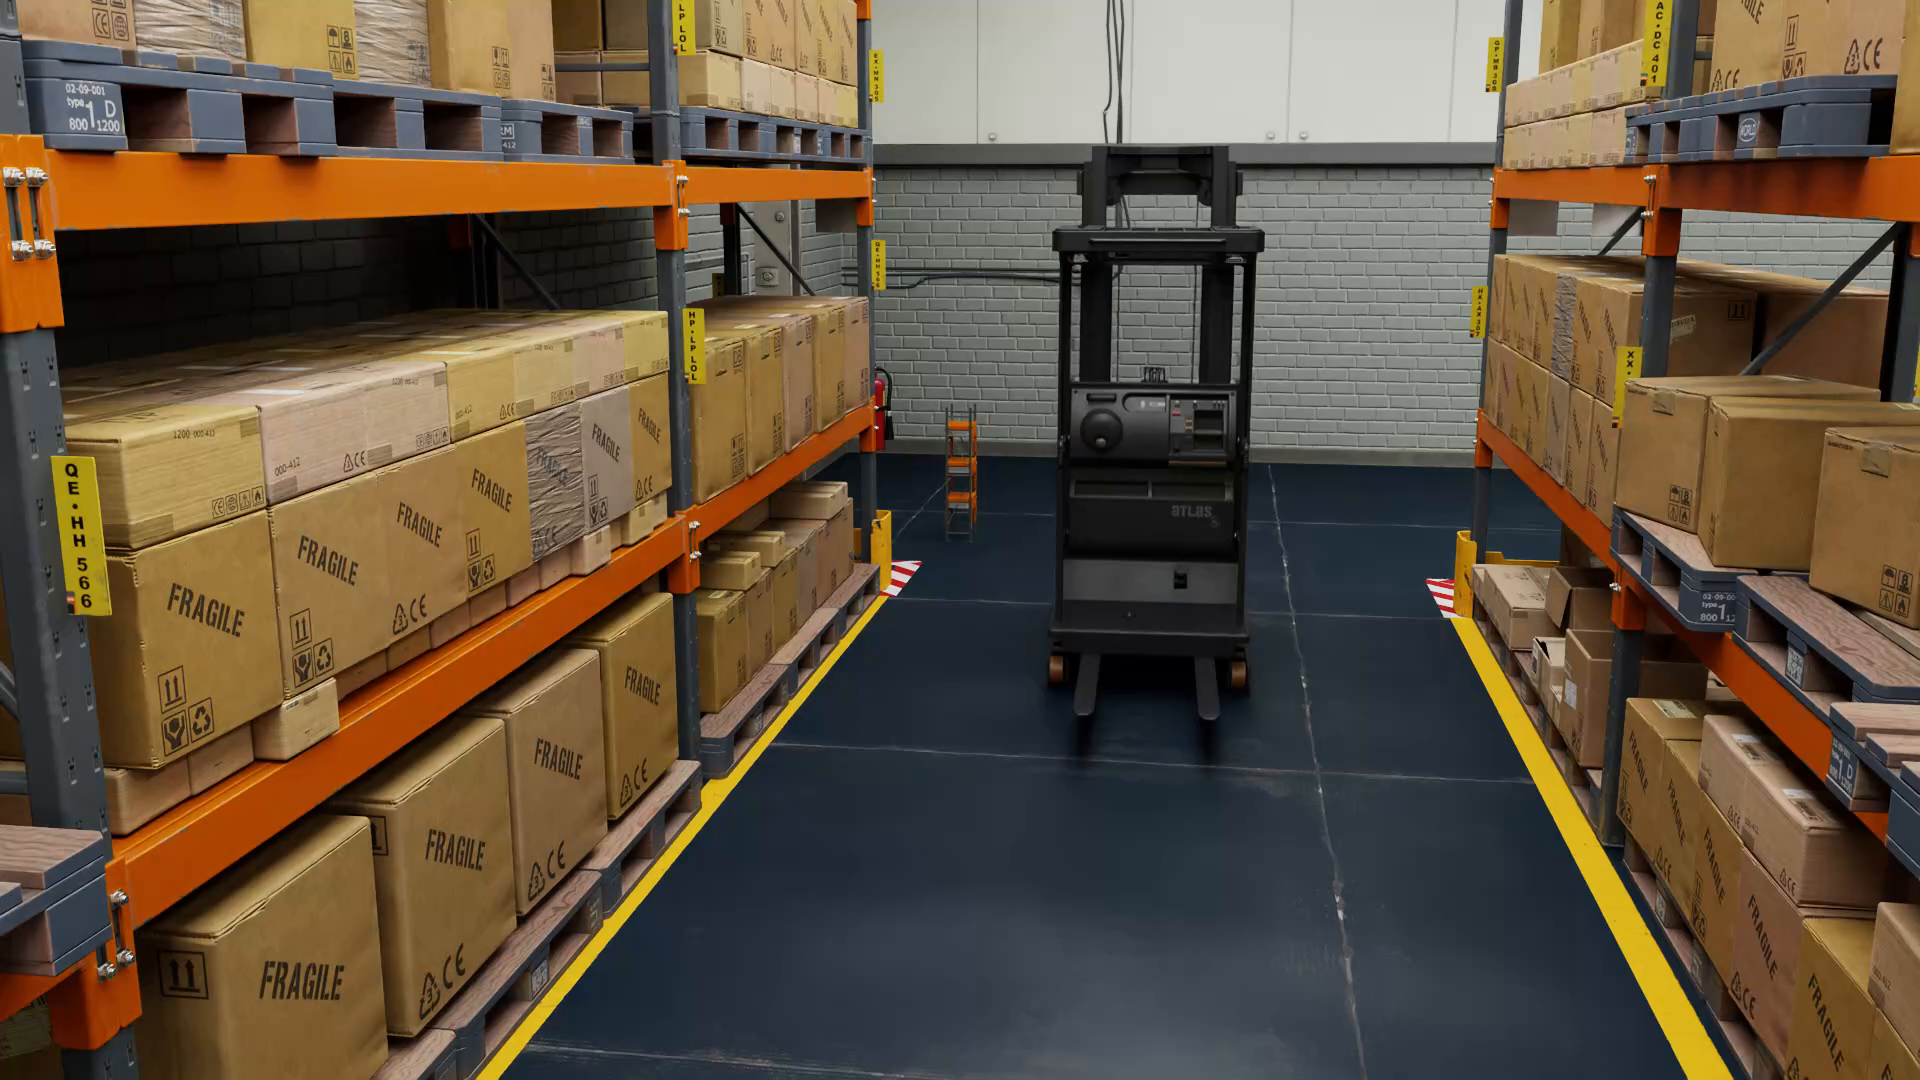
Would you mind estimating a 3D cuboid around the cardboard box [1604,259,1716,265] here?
[{"bbox_3d":[3.945,-1.332,9.441,0.500,0.500,0.500,2,12,10],"label":"cardboard box"}]

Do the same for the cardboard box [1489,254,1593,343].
[{"bbox_3d":[3.489,-1.455,10.012,0.500,0.500,0.500,2,12,10],"label":"cardboard box"}]

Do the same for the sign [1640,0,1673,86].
[{"bbox_3d":[2.666,-1.903,6.357,0.100,0.325,0.005,2,12,9],"label":"sign"}]

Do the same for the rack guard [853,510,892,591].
[{"bbox_3d":[-1.073,0.057,11.544,1.175,0.500,0.348,2,12,9],"label":"rack guard"}]

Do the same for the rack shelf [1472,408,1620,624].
[{"bbox_3d":[3.511,-0.233,8.661,1.077,0.370,4.000,2,12,9],"label":"rack shelf"}]

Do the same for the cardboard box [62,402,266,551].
[{"bbox_3d":[-1.979,-0.158,3.835,0.500,0.250,0.500,2,12,10],"label":"cardboard box"}]

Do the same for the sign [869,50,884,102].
[{"bbox_3d":[-0.543,-3.000,10.762,0.100,0.325,0.005,2,12,9],"label":"sign"}]

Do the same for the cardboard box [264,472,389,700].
[{"bbox_3d":[-1.890,0.099,4.422,0.500,0.500,0.500,2,12,11],"label":"cardboard box"}]

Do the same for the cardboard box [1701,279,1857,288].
[{"bbox_3d":[3.632,-0.902,7.448,0.500,0.500,0.500,1,12,7],"label":"cardboard box"}]

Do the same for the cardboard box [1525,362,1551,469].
[{"bbox_3d":[3.257,-0.650,8.651,0.500,0.500,0.500,2,12,9],"label":"cardboard box"}]

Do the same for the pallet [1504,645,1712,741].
[{"bbox_3d":[3.495,0.798,8.792,1.003,0.211,1.213,2,12,9],"label":"pallet"}]

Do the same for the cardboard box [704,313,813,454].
[{"bbox_3d":[-1.373,-0.890,9.293,0.980,0.700,0.700,1,12,6],"label":"cardboard box"}]

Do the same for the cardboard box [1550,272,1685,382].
[{"bbox_3d":[3.179,-1.031,8.046,0.500,0.500,0.500,2,12,9],"label":"cardboard box"}]

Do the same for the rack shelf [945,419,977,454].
[{"bbox_3d":[0.008,-0.791,12.877,0.215,0.259,0.240,2,12,9],"label":"rack shelf"}]

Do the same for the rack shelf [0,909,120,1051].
[{"bbox_3d":[-2.615,1.273,1.674,1.077,0.370,4.000,2,12,9],"label":"rack shelf"}]

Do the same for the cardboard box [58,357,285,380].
[{"bbox_3d":[-2.329,-0.383,4.879,0.500,0.250,0.500,2,12,7],"label":"cardboard box"}]

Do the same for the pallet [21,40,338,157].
[{"bbox_3d":[-2.261,-1.005,3.864,1.213,0.211,1.003,2,12,11],"label":"pallet"}]

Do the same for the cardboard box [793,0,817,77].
[{"bbox_3d":[-1.080,-2.800,9.089,0.500,0.500,0.500,1,12,6],"label":"cardboard box"}]

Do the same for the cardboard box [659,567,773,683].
[{"bbox_3d":[-1.396,0.432,8.805,0.700,0.500,0.500,2,12,8],"label":"cardboard box"}]

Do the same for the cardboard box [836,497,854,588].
[{"bbox_3d":[-1.086,0.005,10.786,0.700,0.500,0.500,2,12,9],"label":"cardboard box"}]

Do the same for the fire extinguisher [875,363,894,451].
[{"bbox_3d":[-0.598,-0.957,11.382,0.296,0.674,0.183,2,12,9],"label":"fire extinguisher"}]

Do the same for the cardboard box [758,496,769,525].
[{"bbox_3d":[-1.380,-0.187,10.137,0.380,0.149,0.250,2,12,9],"label":"cardboard box"}]

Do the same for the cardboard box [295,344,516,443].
[{"bbox_3d":[-1.756,-0.474,5.304,0.500,0.250,0.500,2,12,7],"label":"cardboard box"}]

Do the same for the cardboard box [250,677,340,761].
[{"bbox_3d":[-1.856,0.452,4.324,0.380,0.149,0.250,2,12,10],"label":"cardboard box"}]

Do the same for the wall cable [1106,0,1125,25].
[{"bbox_3d":[2.819,-6.122,15.424,3.097,2.526,0.112,2,12,9],"label":"wall cable"}]

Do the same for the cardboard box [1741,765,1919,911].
[{"bbox_3d":[2.657,0.878,4.910,0.500,0.250,0.500,2,12,8],"label":"cardboard box"}]

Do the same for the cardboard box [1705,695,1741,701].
[{"bbox_3d":[3.481,0.851,7.263,0.500,0.311,0.500,2,12,9],"label":"cardboard box"}]

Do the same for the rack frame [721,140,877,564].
[{"bbox_3d":[-1.077,-1.160,11.258,1.000,3.000,0.127,2,12,9],"label":"rack frame"}]

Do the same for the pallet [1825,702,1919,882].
[{"bbox_3d":[2.623,0.615,3.475,1.213,0.211,1.003,2,12,9],"label":"pallet"}]

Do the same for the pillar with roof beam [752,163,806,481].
[{"bbox_3d":[2.737,-4.544,12.717,9.100,9.000,0.400,2,12,9],"label":"pillar with roof beam"}]

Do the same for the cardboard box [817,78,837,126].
[{"bbox_3d":[-1.006,-2.538,9.653,0.500,0.250,0.500,1,12,7],"label":"cardboard box"}]

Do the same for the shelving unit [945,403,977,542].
[{"bbox_3d":[0.008,-0.524,12.934,0.215,1.050,0.252,2,12,9],"label":"shelving unit"}]

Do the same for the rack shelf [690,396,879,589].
[{"bbox_3d":[-1.385,-0.392,9.402,1.077,0.370,4.000,2,12,9],"label":"rack shelf"}]

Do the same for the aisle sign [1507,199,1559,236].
[{"bbox_3d":[3.538,-2.295,10.353,0.394,0.787,0.004,2,12,9],"label":"aisle sign"}]

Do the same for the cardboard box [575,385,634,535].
[{"bbox_3d":[-1.583,-0.321,6.372,0.500,0.500,0.500,2,12,9],"label":"cardboard box"}]

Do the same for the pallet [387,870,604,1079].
[{"bbox_3d":[-1.922,1.453,5.749,1.003,0.211,1.213,2,12,9],"label":"pallet"}]

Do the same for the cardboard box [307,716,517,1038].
[{"bbox_3d":[-1.924,1.020,5.248,0.750,0.750,0.750,2,12,8],"label":"cardboard box"}]

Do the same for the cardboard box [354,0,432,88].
[{"bbox_3d":[-2.098,-1.658,5.166,0.700,0.500,0.500,2,12,9],"label":"cardboard box"}]

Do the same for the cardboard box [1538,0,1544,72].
[{"bbox_3d":[3.755,-2.897,9.586,0.700,0.500,0.500,2,12,9],"label":"cardboard box"}]

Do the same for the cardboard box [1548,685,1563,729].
[{"bbox_3d":[3.009,0.803,7.871,0.380,0.149,0.250,2,12,9],"label":"cardboard box"}]

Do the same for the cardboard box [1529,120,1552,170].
[{"bbox_3d":[3.323,-2.087,8.794,0.500,0.250,0.500,2,12,9],"label":"cardboard box"}]

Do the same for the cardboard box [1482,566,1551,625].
[{"bbox_3d":[3.377,0.336,9.794,0.500,0.250,0.500,2,12,9],"label":"cardboard box"}]

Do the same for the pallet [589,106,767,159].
[{"bbox_3d":[-1.556,-1.921,7.876,1.003,0.211,1.213,2,12,9],"label":"pallet"}]

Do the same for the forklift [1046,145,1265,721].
[{"bbox_3d":[1.070,-0.681,9.195,1.130,2.935,3.031,1,12,7],"label":"forklift"}]

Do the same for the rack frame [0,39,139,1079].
[{"bbox_3d":[-2.308,0.505,3.530,1.000,3.000,0.127,2,12,9],"label":"rack frame"}]

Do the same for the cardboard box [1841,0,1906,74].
[{"bbox_3d":[2.850,-1.557,4.507,0.600,0.600,0.600,1,12,6],"label":"cardboard box"}]

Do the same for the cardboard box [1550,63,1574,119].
[{"bbox_3d":[3.247,-2.227,8.259,0.500,0.250,0.500,2,12,9],"label":"cardboard box"}]

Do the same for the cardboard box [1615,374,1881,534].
[{"bbox_3d":[2.909,-0.331,6.174,0.700,0.500,0.500,-2,12,-10],"label":"cardboard box"}]

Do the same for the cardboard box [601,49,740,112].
[{"bbox_3d":[-1.326,-2.110,7.667,0.500,0.250,0.500,2,12,8],"label":"cardboard box"}]

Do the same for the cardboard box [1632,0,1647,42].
[{"bbox_3d":[3.528,-2.478,7.642,0.700,0.500,0.500,2,12,9],"label":"cardboard box"}]

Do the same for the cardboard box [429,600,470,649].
[{"bbox_3d":[-1.803,0.237,5.321,0.380,0.149,0.250,2,12,9],"label":"cardboard box"}]

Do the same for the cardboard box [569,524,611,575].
[{"bbox_3d":[-1.547,0.028,6.295,0.380,0.149,0.250,2,12,9],"label":"cardboard box"}]

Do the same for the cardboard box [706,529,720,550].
[{"bbox_3d":[-1.536,0.026,9.149,0.380,0.149,0.250,2,12,9],"label":"cardboard box"}]

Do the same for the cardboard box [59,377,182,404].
[{"bbox_3d":[-2.411,-0.276,4.384,0.500,0.250,0.500,1,12,7],"label":"cardboard box"}]

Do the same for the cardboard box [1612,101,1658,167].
[{"bbox_3d":[3.015,-1.671,6.862,0.500,0.250,0.500,2,12,9],"label":"cardboard box"}]

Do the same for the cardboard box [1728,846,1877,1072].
[{"bbox_3d":[2.654,1.252,4.953,0.500,0.500,0.500,1,12,7],"label":"cardboard box"}]

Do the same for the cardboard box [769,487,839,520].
[{"bbox_3d":[-0.964,-0.226,10.319,0.380,0.149,0.250,2,12,10],"label":"cardboard box"}]
